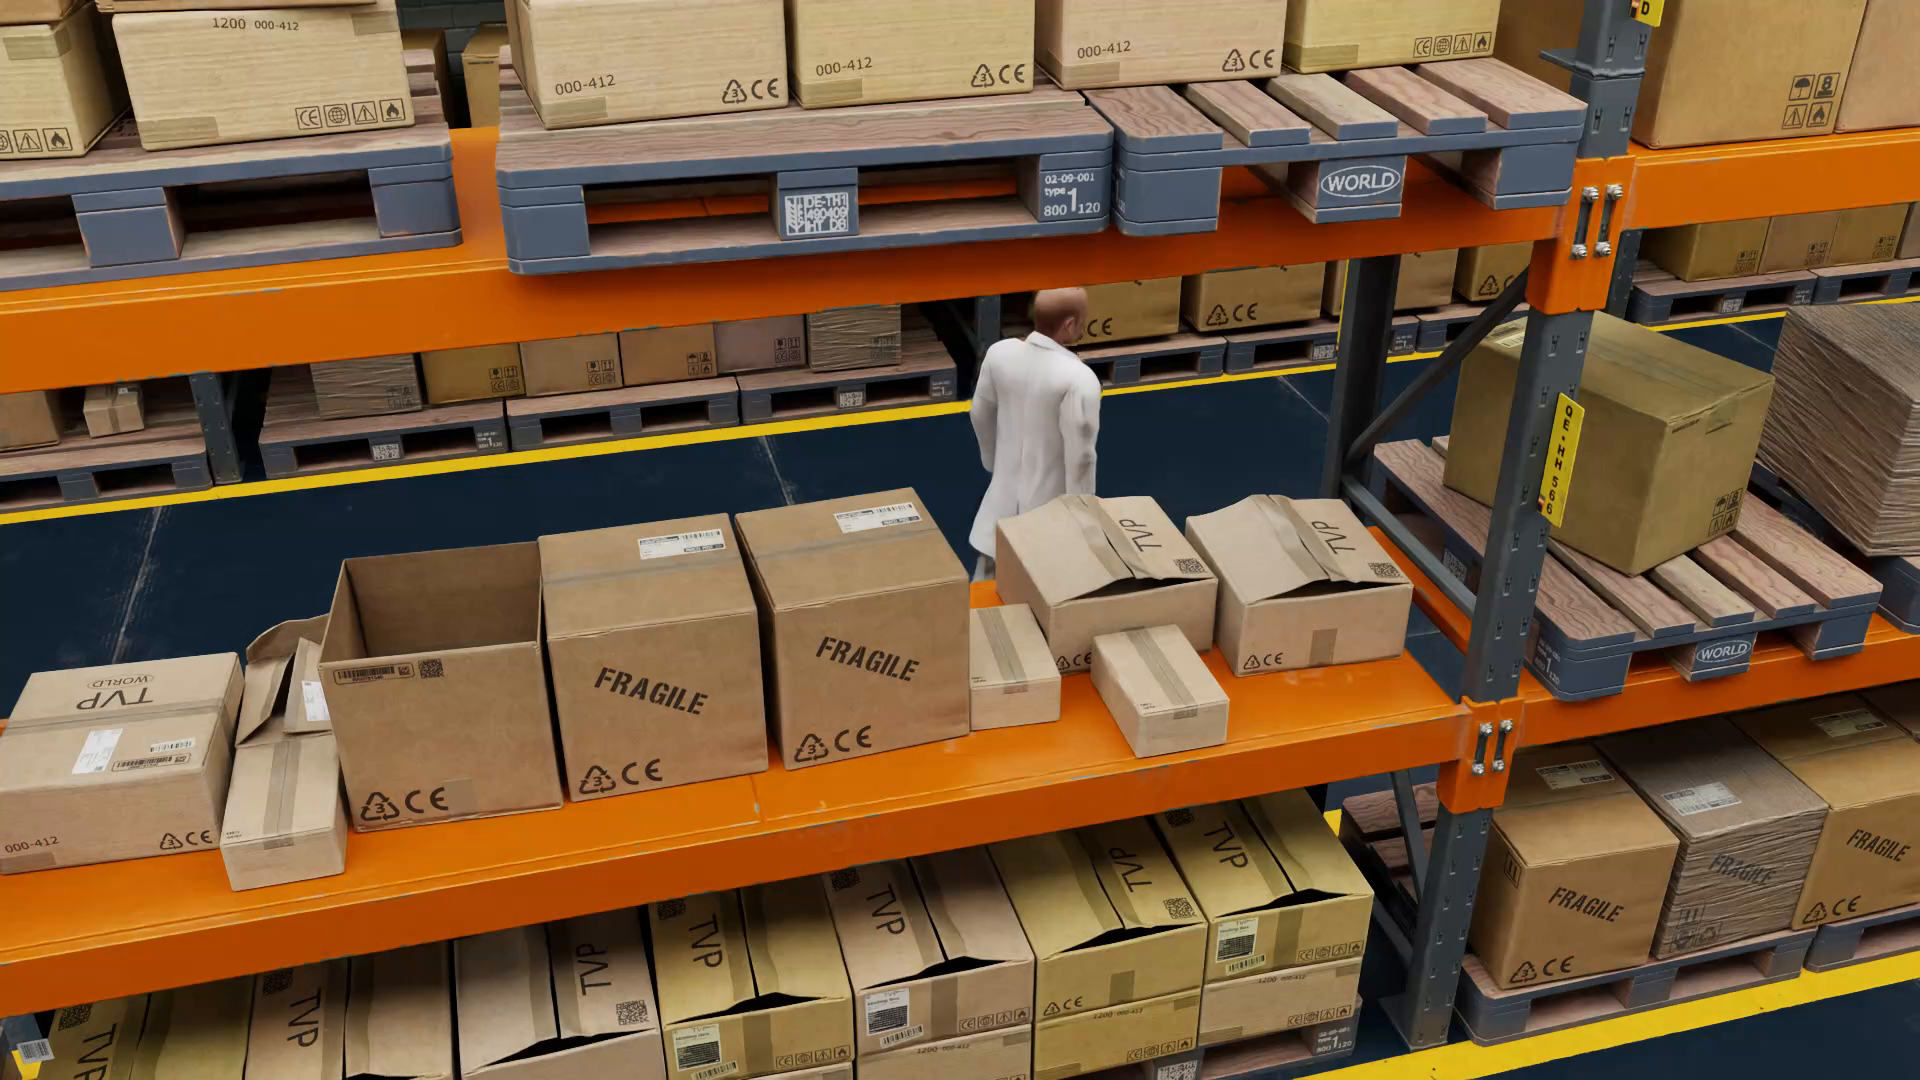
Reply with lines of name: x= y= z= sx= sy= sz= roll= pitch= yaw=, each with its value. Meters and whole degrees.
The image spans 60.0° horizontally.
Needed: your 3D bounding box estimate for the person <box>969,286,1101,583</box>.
person: x=0.293 y=-0.152 z=6.435 sx=0.688 sy=1.749 sz=0.878 roll=22 pitch=36 yaw=33
